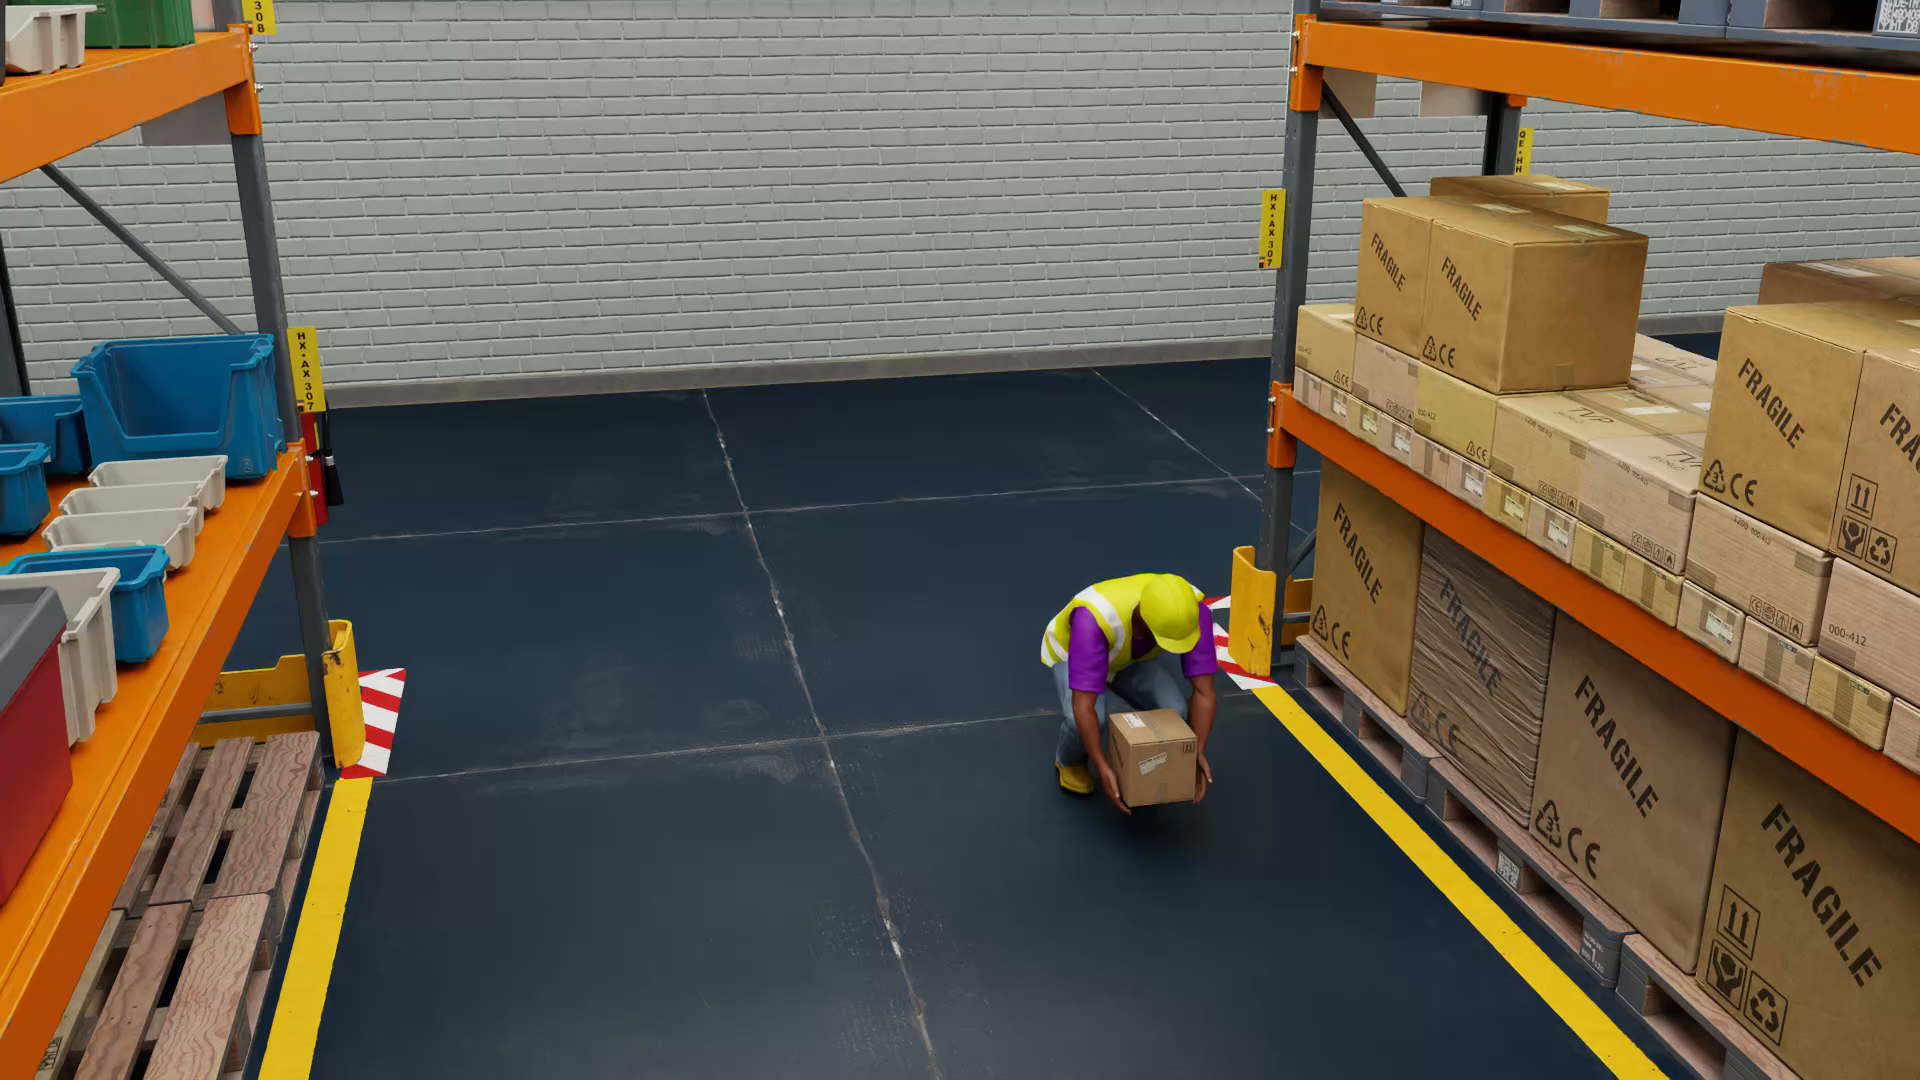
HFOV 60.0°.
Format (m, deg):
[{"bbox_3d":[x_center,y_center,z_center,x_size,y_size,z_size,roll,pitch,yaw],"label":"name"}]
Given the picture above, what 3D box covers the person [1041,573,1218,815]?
[{"bbox_3d":[0.643,0.505,6.266,0.585,1.000,0.901,-5,20,-13],"label":"person"}]
